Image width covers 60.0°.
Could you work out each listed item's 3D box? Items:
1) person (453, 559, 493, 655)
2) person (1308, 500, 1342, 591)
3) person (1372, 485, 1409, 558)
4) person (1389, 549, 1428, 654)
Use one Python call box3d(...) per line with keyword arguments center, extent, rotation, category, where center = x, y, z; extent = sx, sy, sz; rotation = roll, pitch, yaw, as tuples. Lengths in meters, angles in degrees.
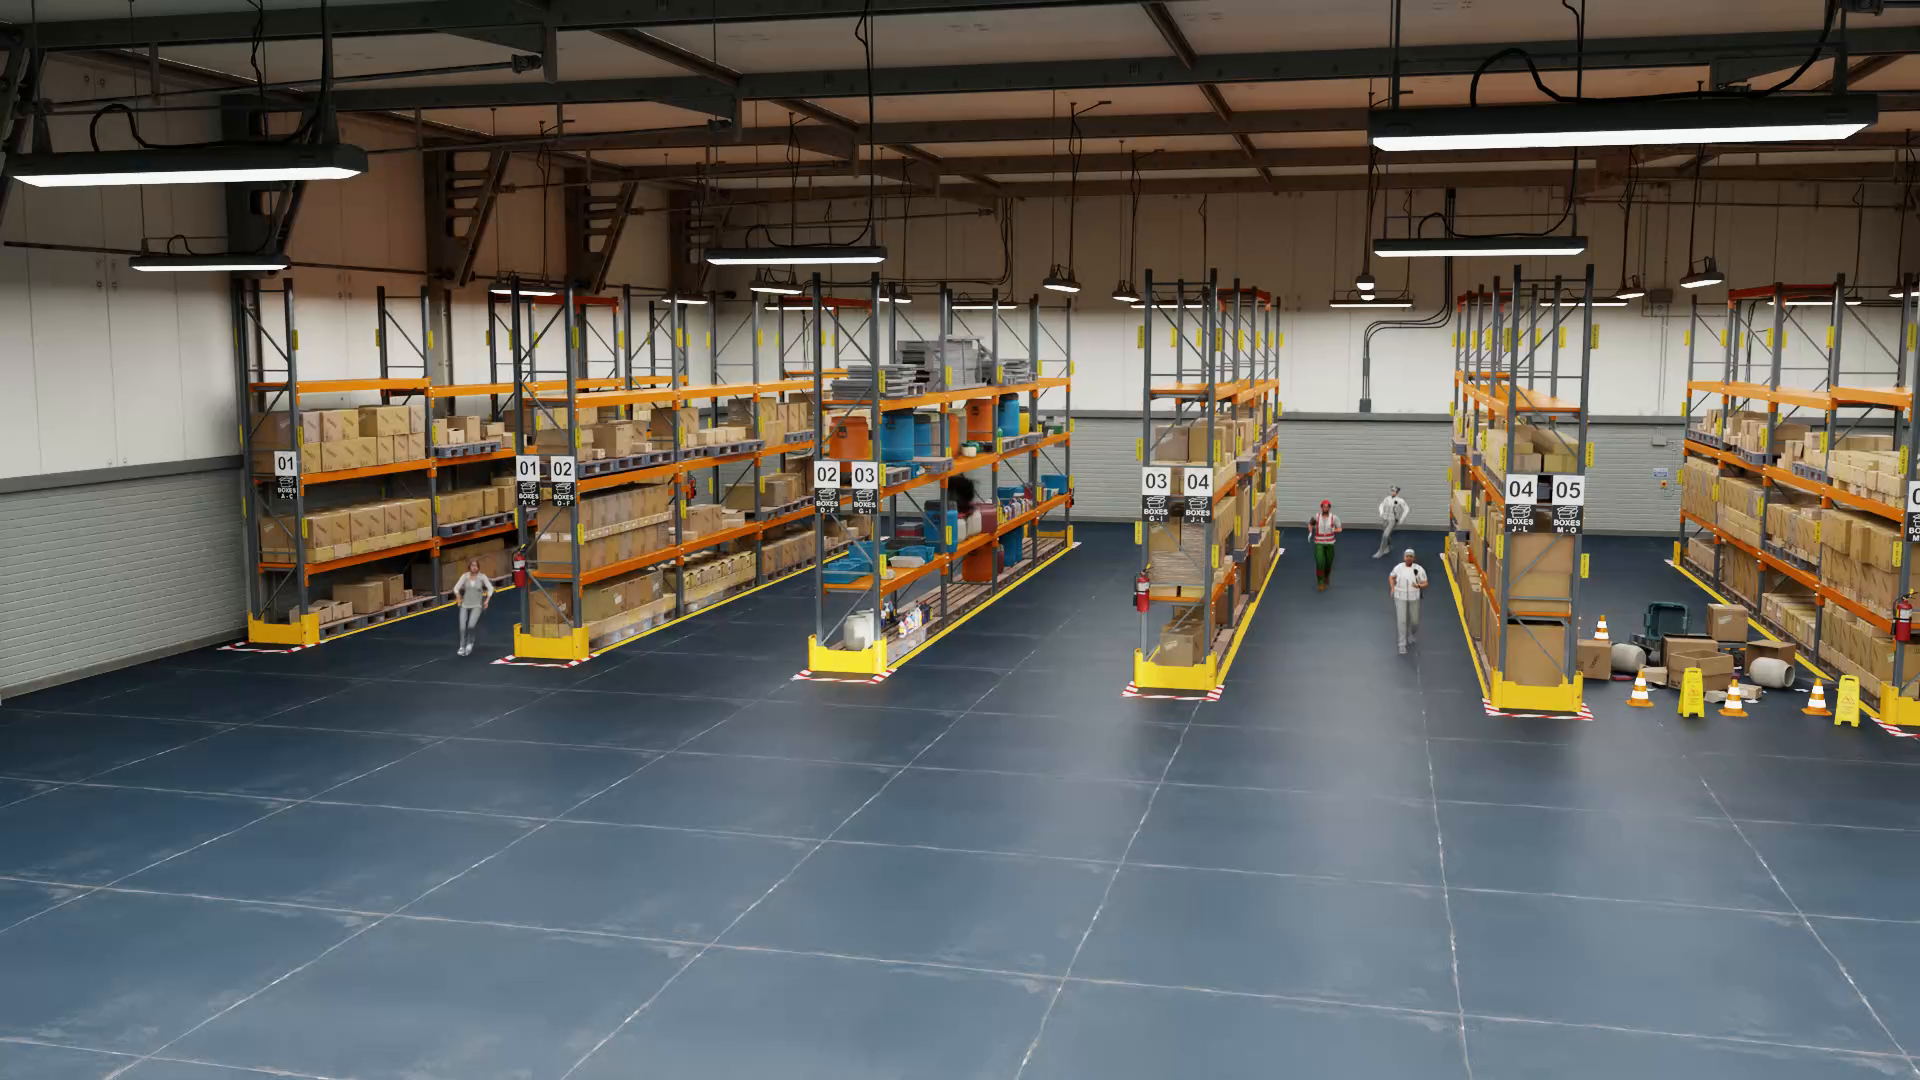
box3d(center=(-7.747, 1.068, 26.422), extent=(0.601, 1.545, 0.558), rotation=(-1, 7, -4), category="person")
box3d(center=(7.328, 0.079, 33.422), extent=(0.659, 1.781, 0.991), rotation=(1, 7, 9), category="person")
box3d(center=(9.936, -0.434, 38.378), extent=(0.908, 1.680, 0.683), rotation=(-6, 9, -42), category="person")
box3d(center=(7.227, 0.960, 26.841), extent=(0.615, 1.643, 0.918), rotation=(2, 7, 14), category="person")
